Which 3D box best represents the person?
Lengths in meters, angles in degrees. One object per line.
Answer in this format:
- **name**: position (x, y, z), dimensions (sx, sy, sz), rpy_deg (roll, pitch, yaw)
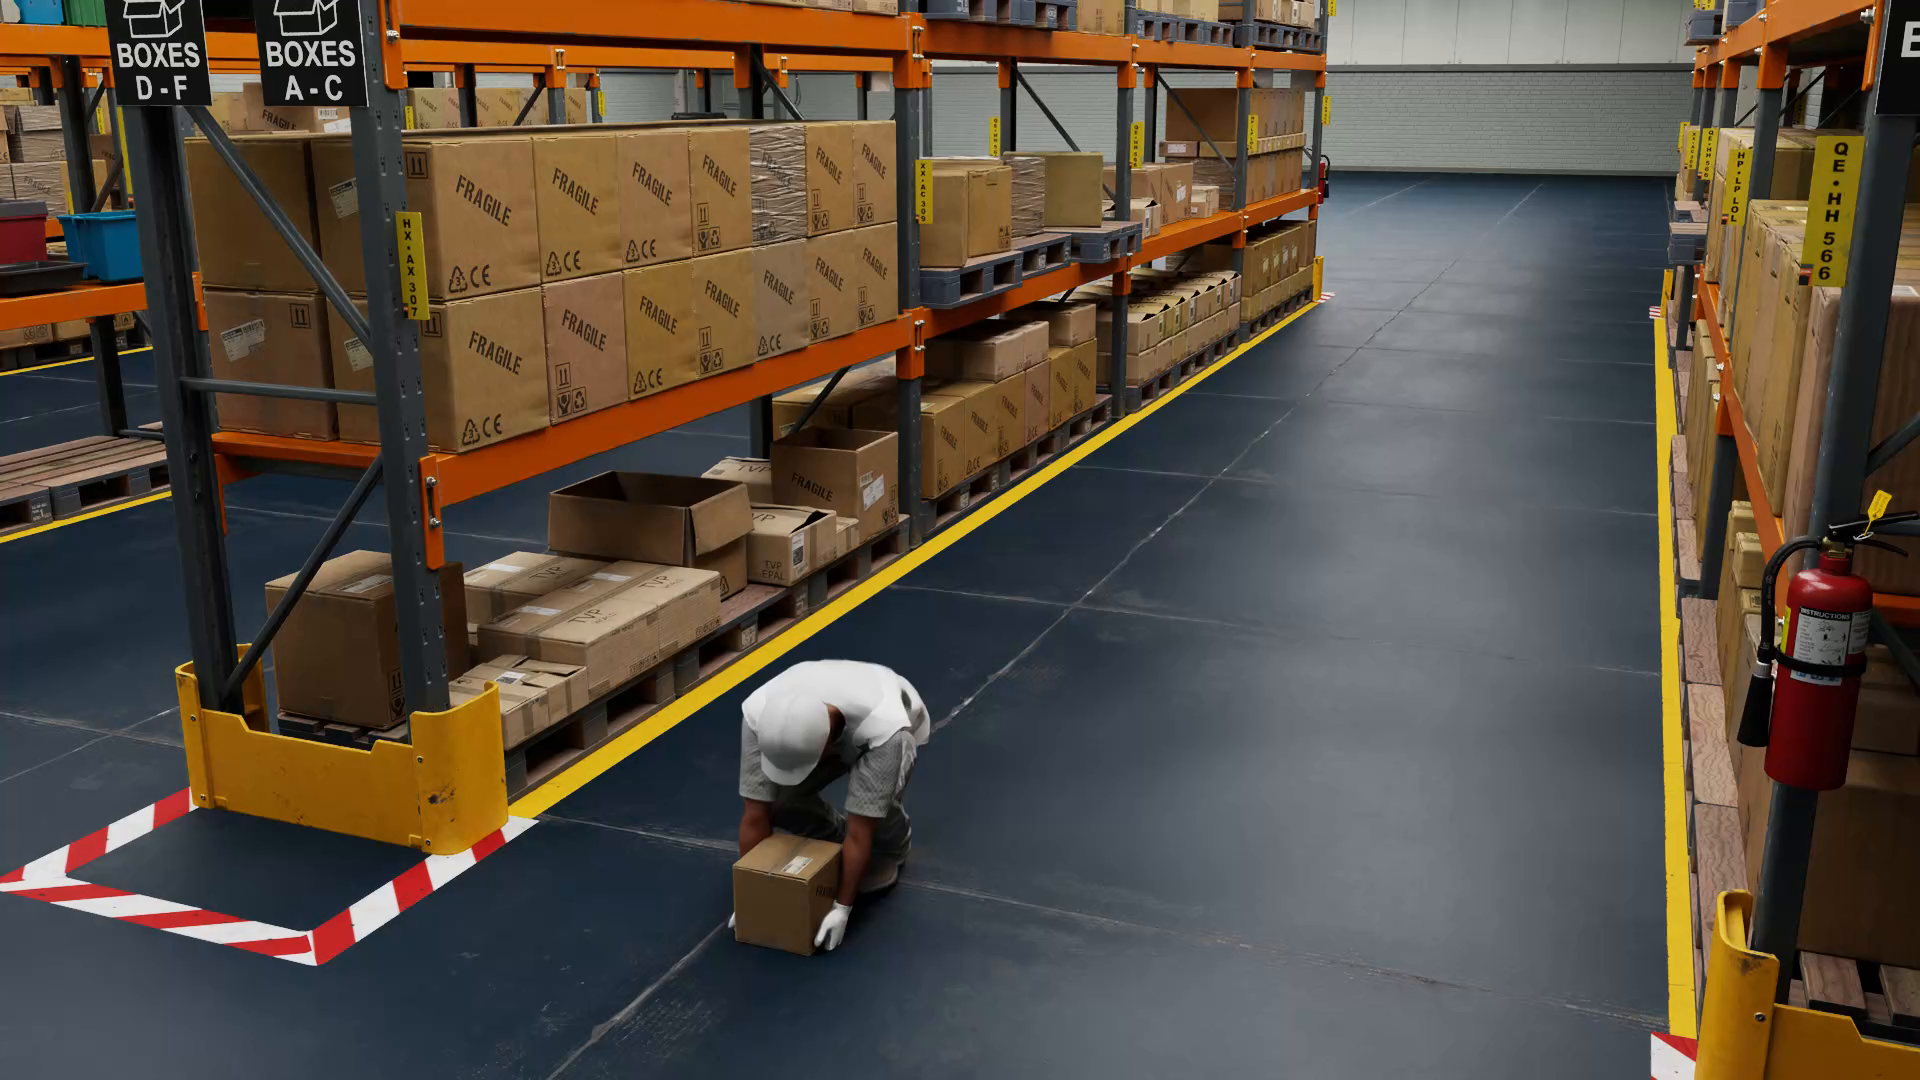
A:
- **person**: position (-0.383, 0.770, 5.212), dimensions (0.569, 0.878, 0.946), rpy_deg (6, 16, 20)
